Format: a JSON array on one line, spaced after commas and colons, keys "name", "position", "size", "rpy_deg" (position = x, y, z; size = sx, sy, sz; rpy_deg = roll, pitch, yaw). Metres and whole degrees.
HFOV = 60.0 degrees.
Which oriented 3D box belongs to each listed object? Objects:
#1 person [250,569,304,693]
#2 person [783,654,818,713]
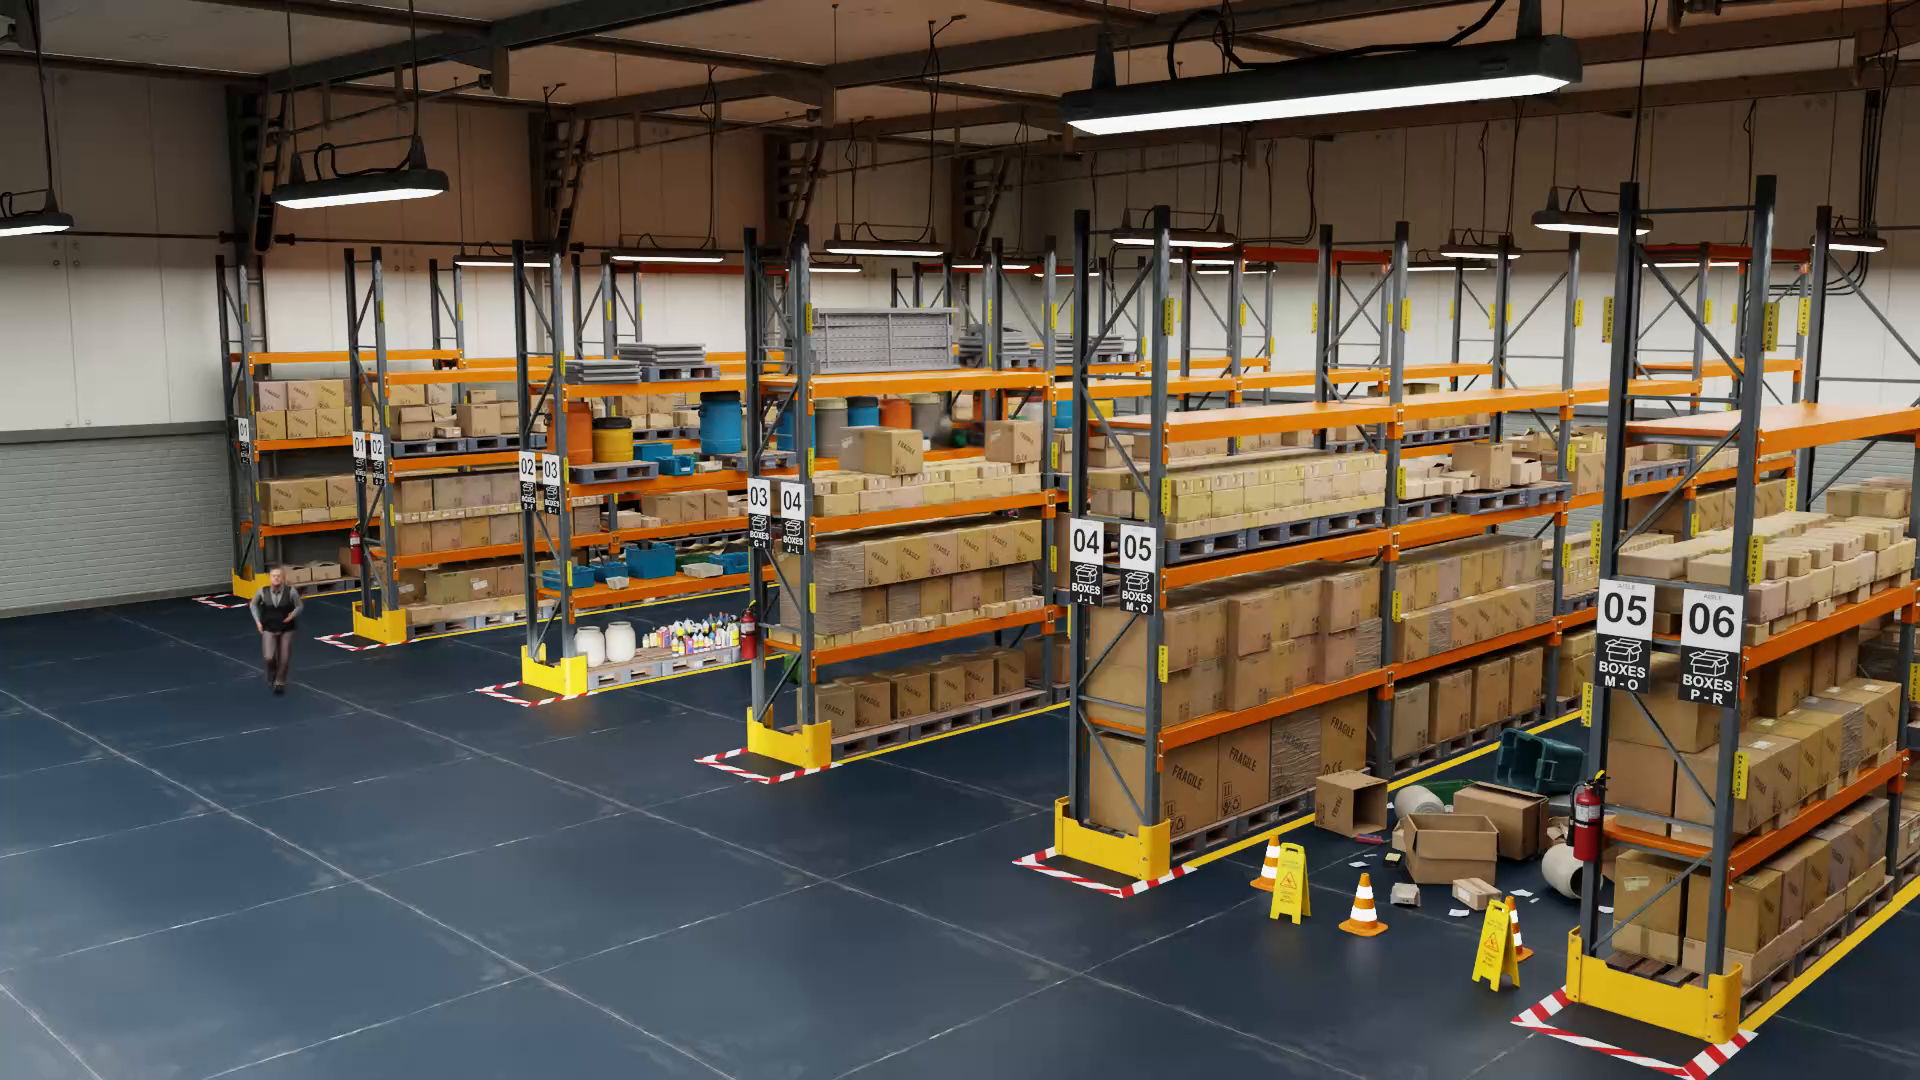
[{"name": "person", "position": [-9.035, 1.217, 22.043], "size": [0.662, 1.679, 0.611], "rpy_deg": [-3, 9, -22]}, {"name": "person", "position": [-1.966, 1.335, 21.020], "size": [0.645, 1.736, 0.612], "rpy_deg": [6, 10, 38]}]
